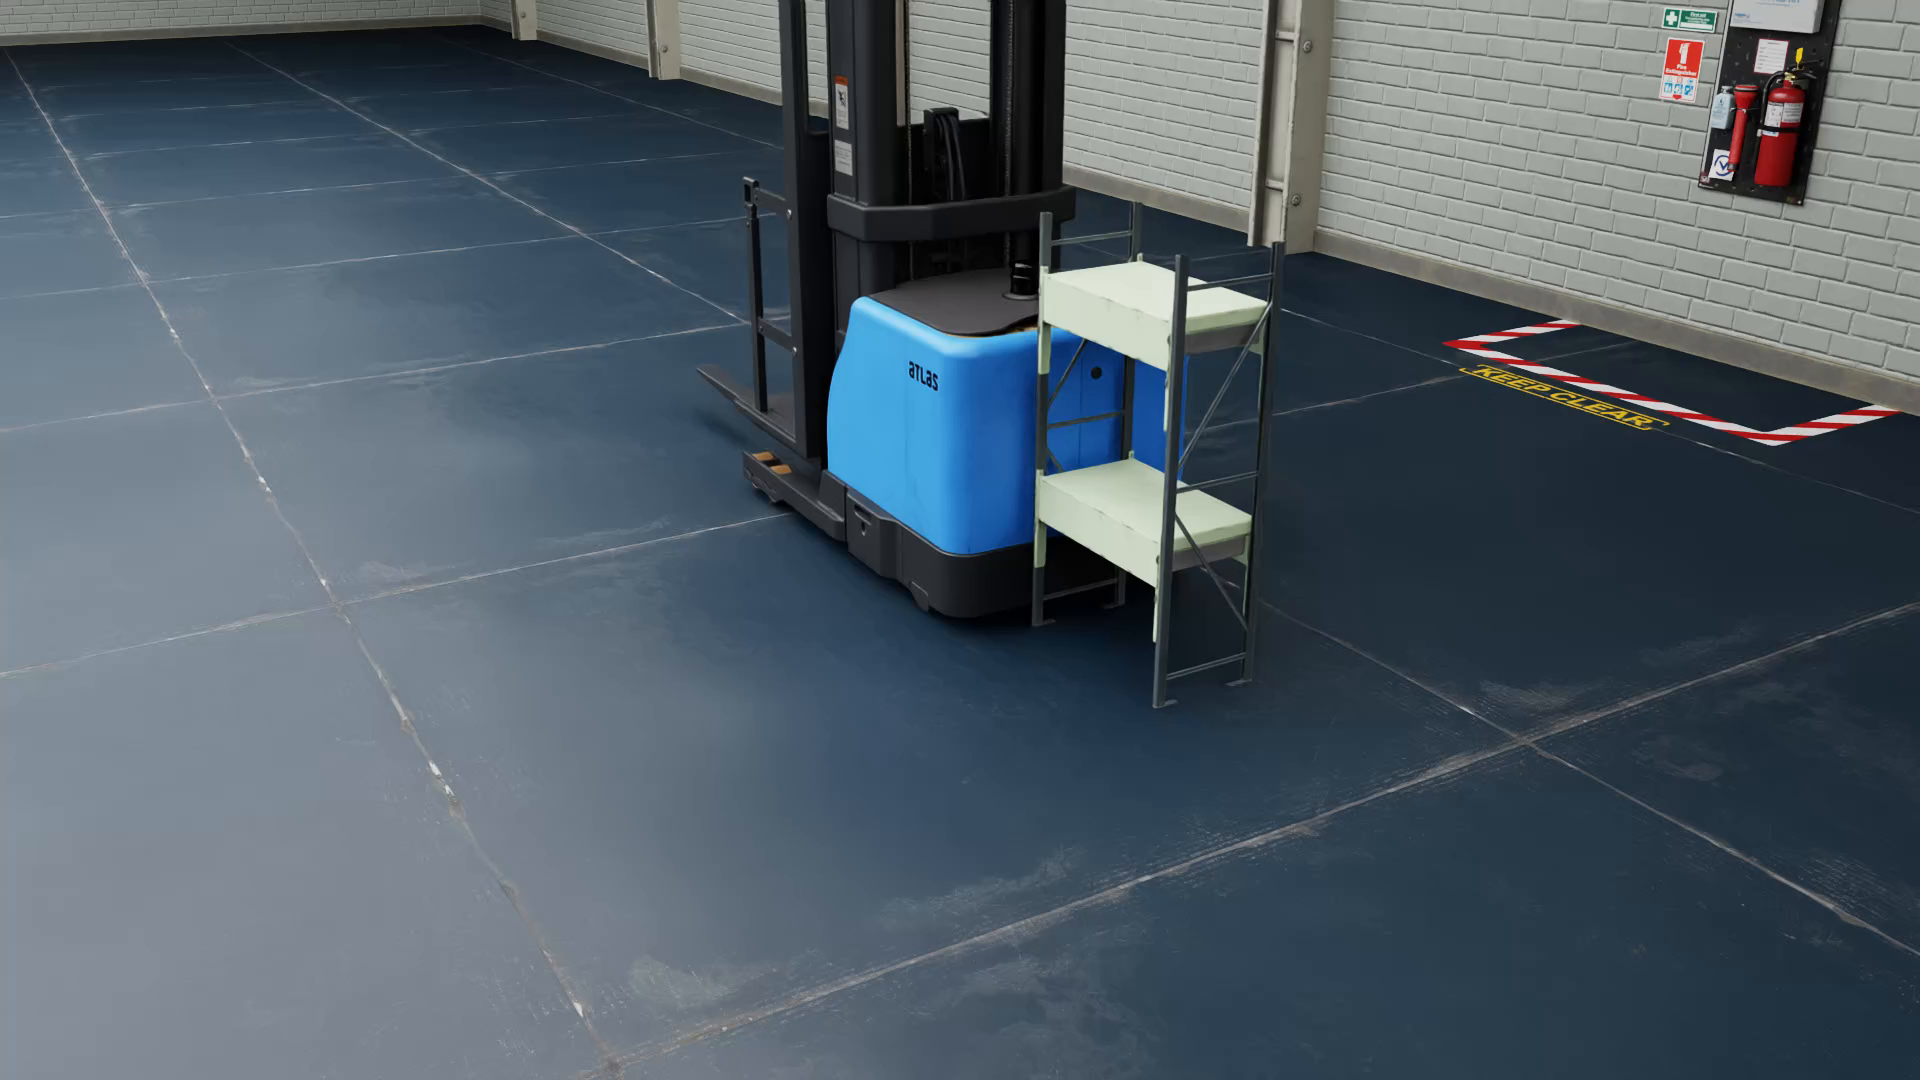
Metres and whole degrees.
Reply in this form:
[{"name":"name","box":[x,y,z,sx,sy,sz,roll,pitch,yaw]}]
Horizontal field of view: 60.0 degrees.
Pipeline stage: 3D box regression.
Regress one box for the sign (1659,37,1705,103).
[{"name":"sign","box":[3.960,-2.580,9.127,0.001,0.329,0.234,-13,25,-28]}]

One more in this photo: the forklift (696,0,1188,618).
[{"name":"forklift","box":[-0.303,-1.592,6.836,1.130,2.935,3.031,-12,25,-27]}]

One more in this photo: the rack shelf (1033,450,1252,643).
[{"name":"rack shelf","box":[0.624,0.003,5.673,0.431,0.370,0.720,-12,25,-28]}]

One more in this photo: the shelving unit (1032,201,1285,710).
[{"name":"shelving unit","box":[0.625,-0.298,5.550,0.431,1.500,0.755,-12,25,-28]}]

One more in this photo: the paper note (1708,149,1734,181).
[{"name":"paper note","box":[4.122,-2.027,8.984,0.016,0.148,0.142,-13,25,-28]}]

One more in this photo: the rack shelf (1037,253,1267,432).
[{"name":"rack shelf","box":[0.626,-0.659,5.402,0.431,0.370,0.720,-12,25,-28]}]

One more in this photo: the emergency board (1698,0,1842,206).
[{"name":"emergency board","box":[4.153,-2.364,8.645,0.194,1.169,0.643,-13,25,-28]}]

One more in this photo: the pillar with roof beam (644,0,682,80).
[{"name":"pillar with roof beam","box":[-7.513,-9.335,17.827,9.100,9.000,0.400,-13,25,-28]}]

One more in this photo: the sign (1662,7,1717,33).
[{"name":"sign","box":[3.954,-2.822,9.019,0.001,0.109,0.331,-13,25,-28]}]

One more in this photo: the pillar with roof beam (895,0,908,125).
[{"name":"pillar with roof beam","box":[-4.448,-7.393,13.049,9.100,9.000,0.400,-13,25,-28]}]

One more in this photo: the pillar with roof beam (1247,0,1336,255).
[{"name":"pillar with roof beam","box":[-1.383,-5.450,8.270,9.100,9.000,0.400,-13,25,-28]}]

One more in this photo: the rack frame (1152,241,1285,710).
[{"name":"rack frame","box":[0.811,-0.178,5.258,0.400,1.500,0.023,-12,25,-28]}]

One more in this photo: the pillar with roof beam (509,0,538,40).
[{"name":"pillar with roof beam","box":[-10.578,-11.277,22.606,9.100,9.000,0.400,-13,25,-28]}]

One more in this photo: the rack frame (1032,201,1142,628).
[{"name":"rack frame","box":[0.439,-0.418,5.841,0.400,1.500,0.023,-12,25,-28]}]
